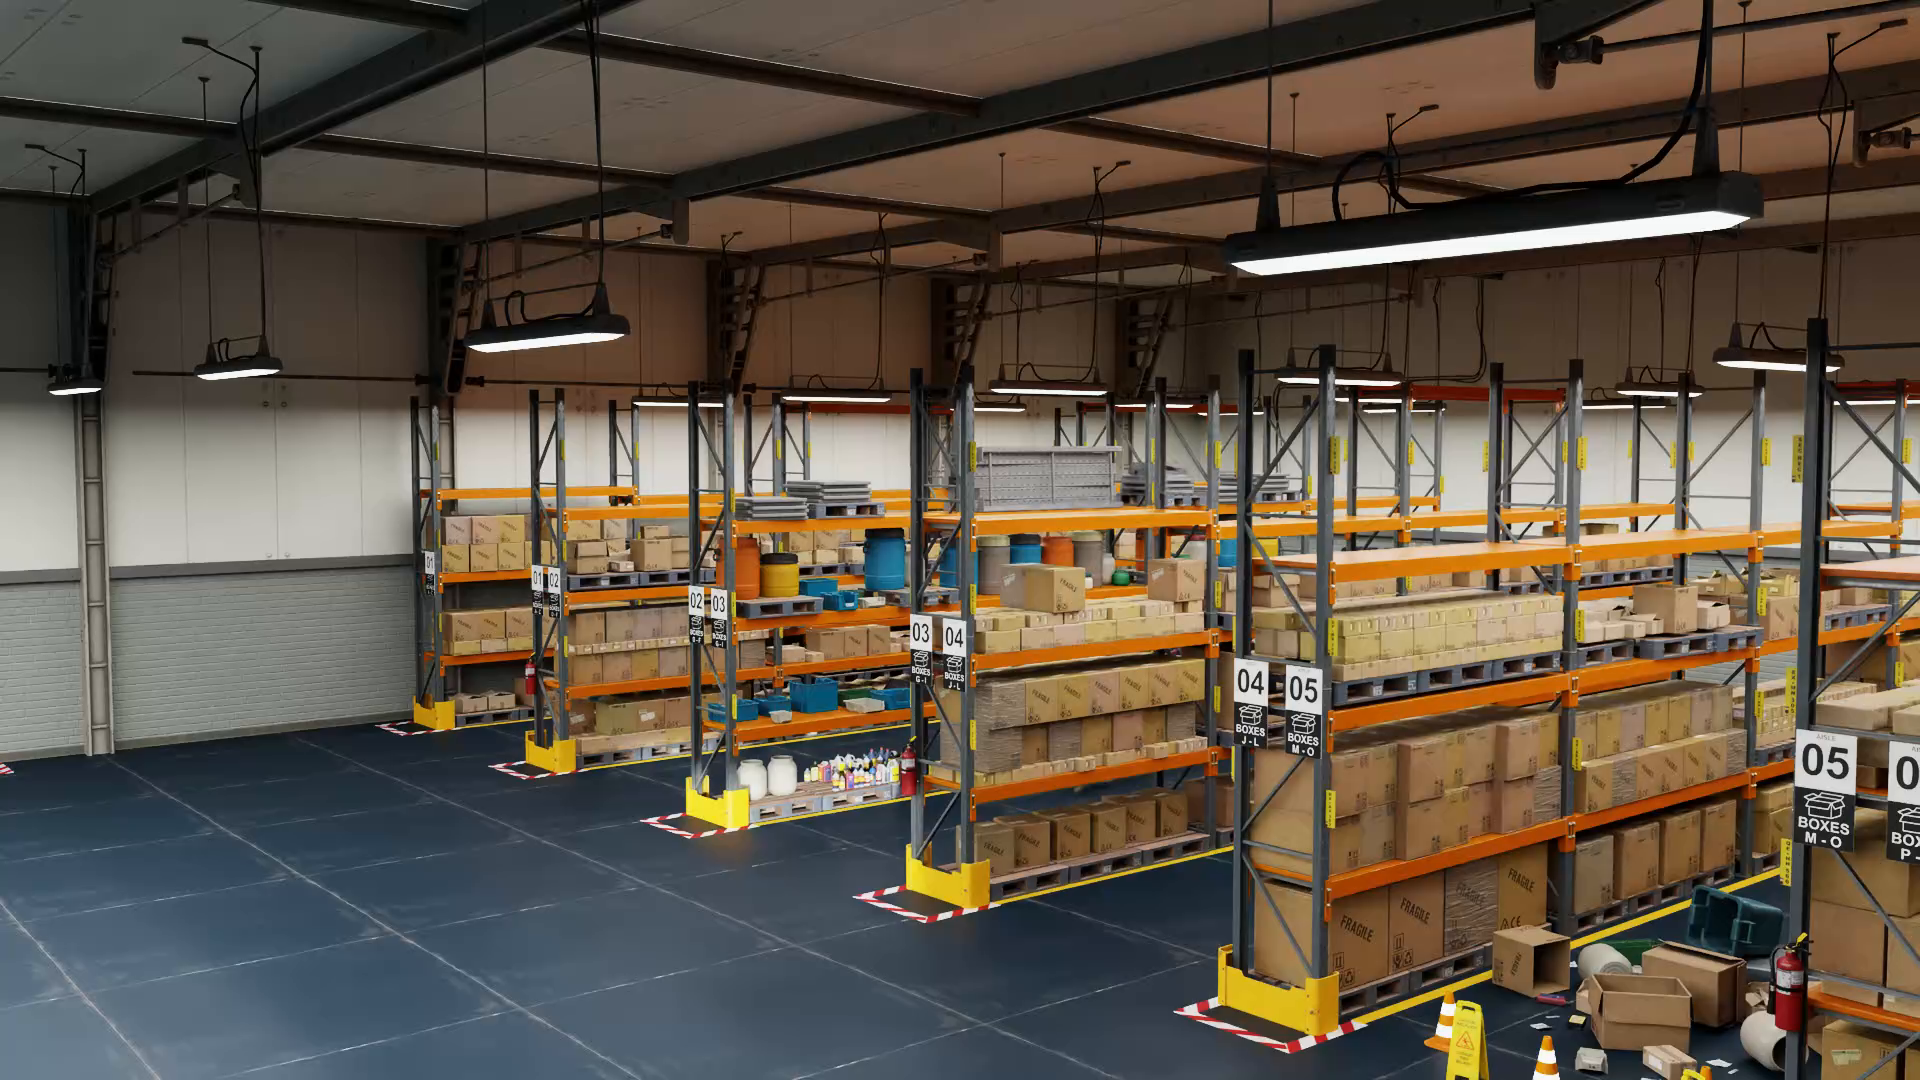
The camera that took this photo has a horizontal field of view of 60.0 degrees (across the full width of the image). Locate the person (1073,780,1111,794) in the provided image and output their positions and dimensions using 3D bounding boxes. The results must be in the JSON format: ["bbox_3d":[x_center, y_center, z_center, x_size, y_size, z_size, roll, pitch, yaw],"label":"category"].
[{"bbox_3d":[1.973,2.842,24.591,0.648,1.780,0.970,3,4,39],"label":"person"}]

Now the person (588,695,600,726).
[{"bbox_3d":[-6.592,2.620,29.884,0.542,1.561,0.522,2,4,26],"label":"person"}]
